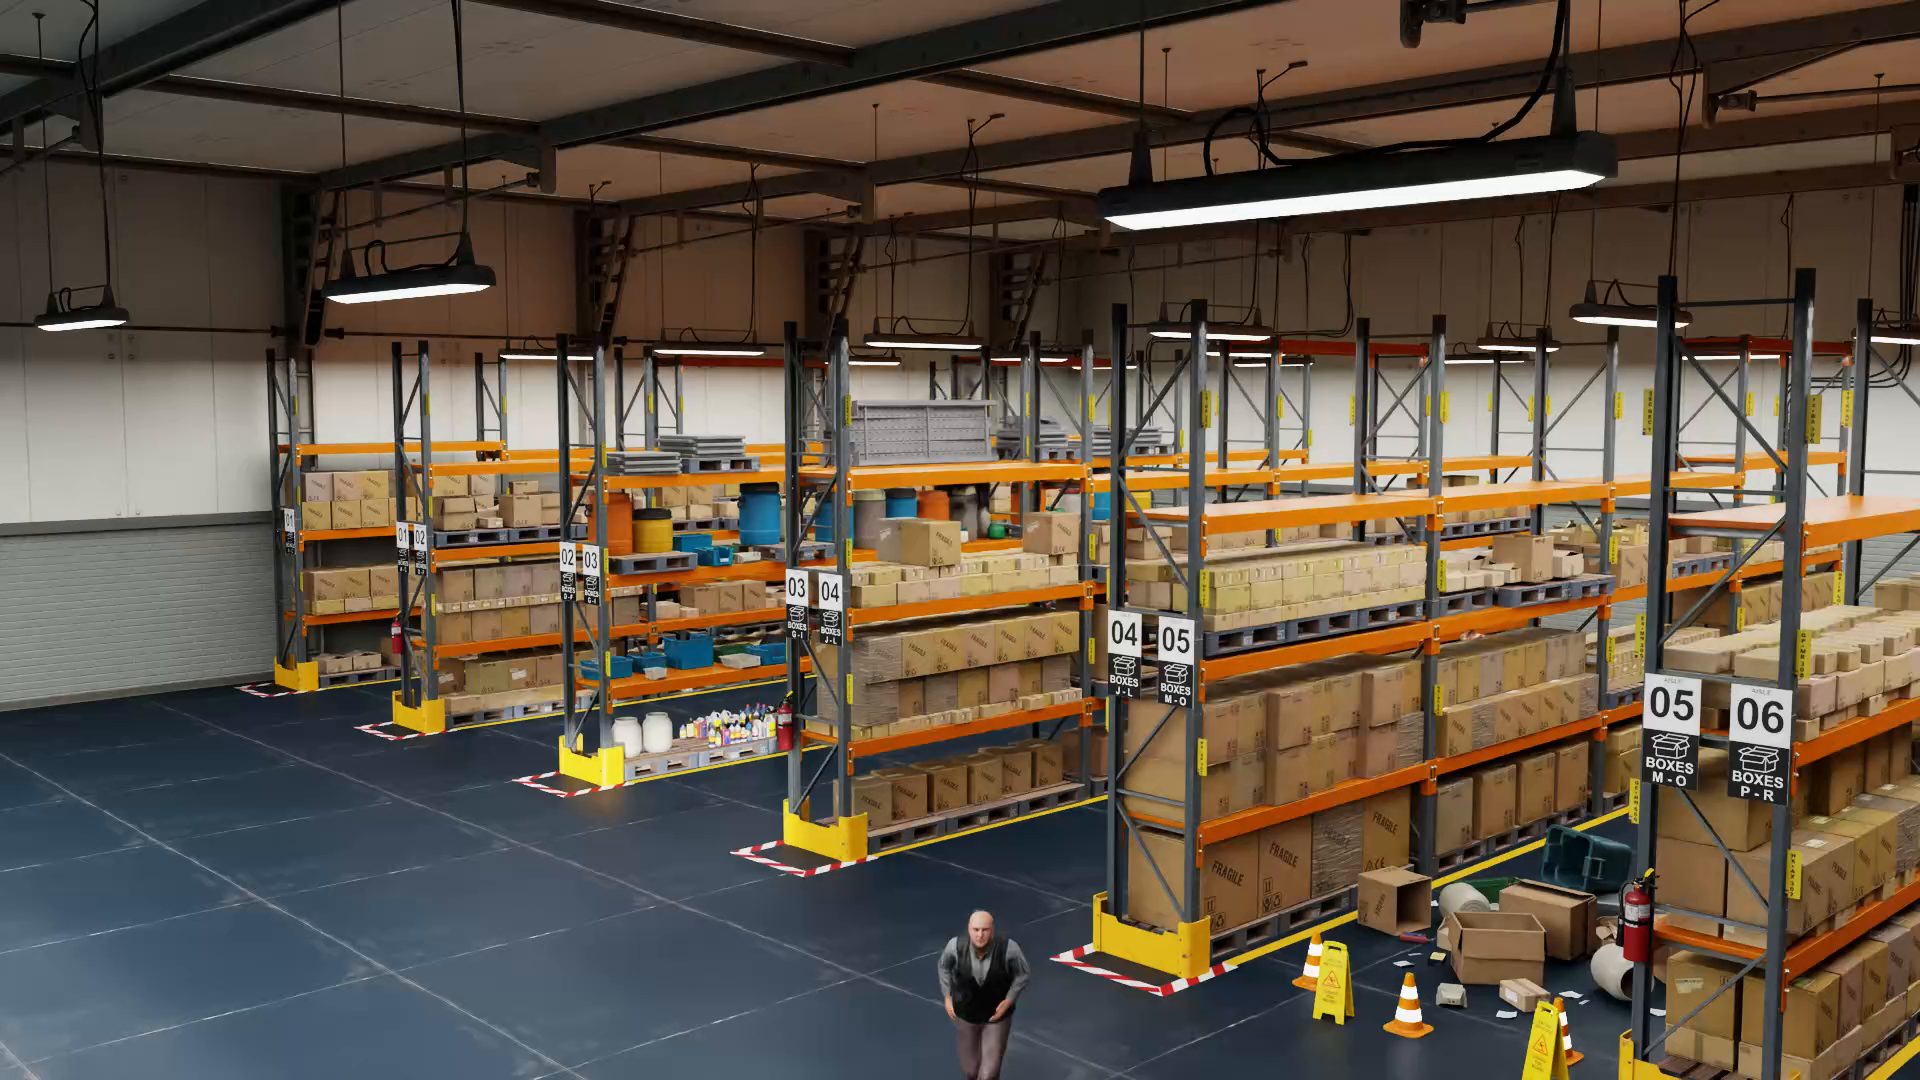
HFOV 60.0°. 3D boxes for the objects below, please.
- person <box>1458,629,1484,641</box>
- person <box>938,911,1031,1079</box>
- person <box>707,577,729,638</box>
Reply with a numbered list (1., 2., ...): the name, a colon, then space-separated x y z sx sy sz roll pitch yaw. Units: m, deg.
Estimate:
1. person: 8.011 2.051 26.030 0.690 1.752 0.655 -4 6 -40
2. person: 0.170 3.351 11.724 0.655 1.667 0.804 0 5 1
3. person: -4.676 1.503 32.479 0.598 1.726 0.702 -5 7 -43
